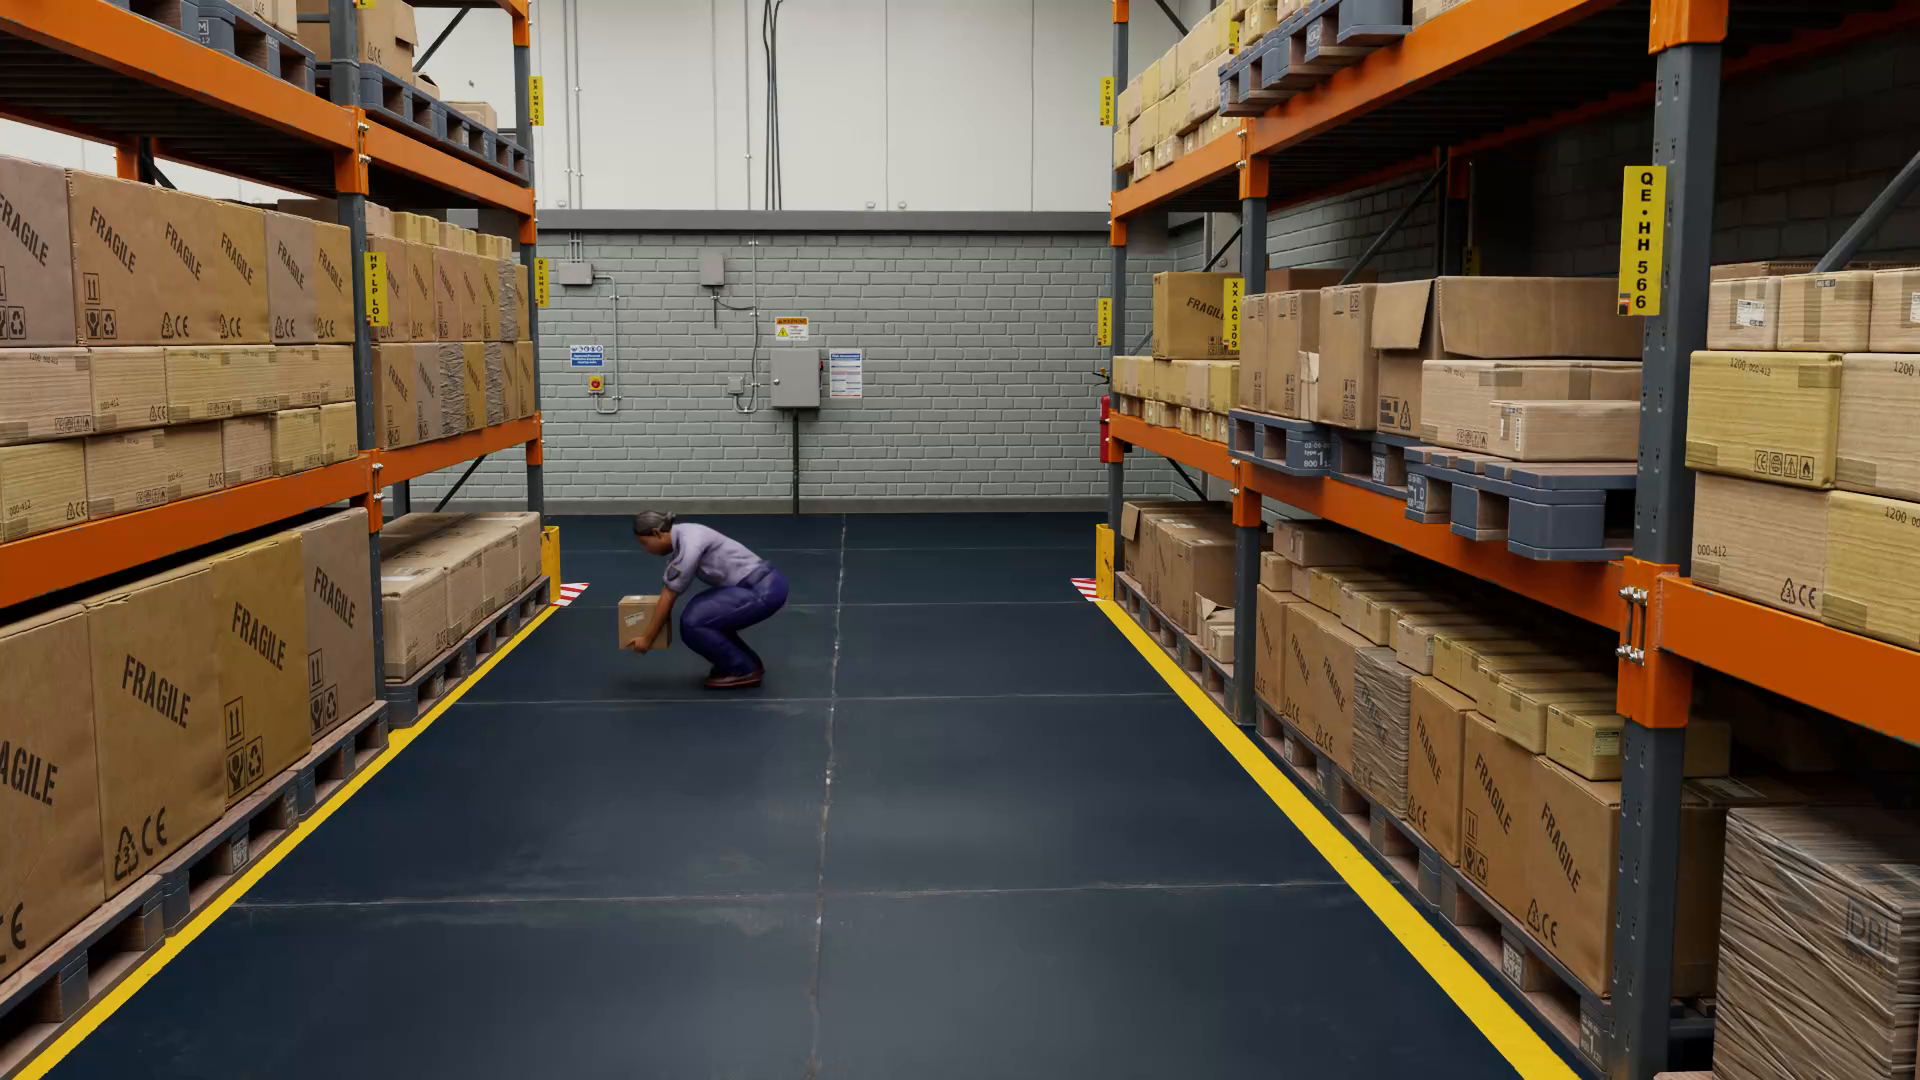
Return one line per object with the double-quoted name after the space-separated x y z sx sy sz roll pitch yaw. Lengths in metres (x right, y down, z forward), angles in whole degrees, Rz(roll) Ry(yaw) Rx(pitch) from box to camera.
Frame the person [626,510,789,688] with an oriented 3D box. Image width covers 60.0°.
-1.335 0.299 8.831 0.850 0.942 0.507 -1 7 -5 "person"
